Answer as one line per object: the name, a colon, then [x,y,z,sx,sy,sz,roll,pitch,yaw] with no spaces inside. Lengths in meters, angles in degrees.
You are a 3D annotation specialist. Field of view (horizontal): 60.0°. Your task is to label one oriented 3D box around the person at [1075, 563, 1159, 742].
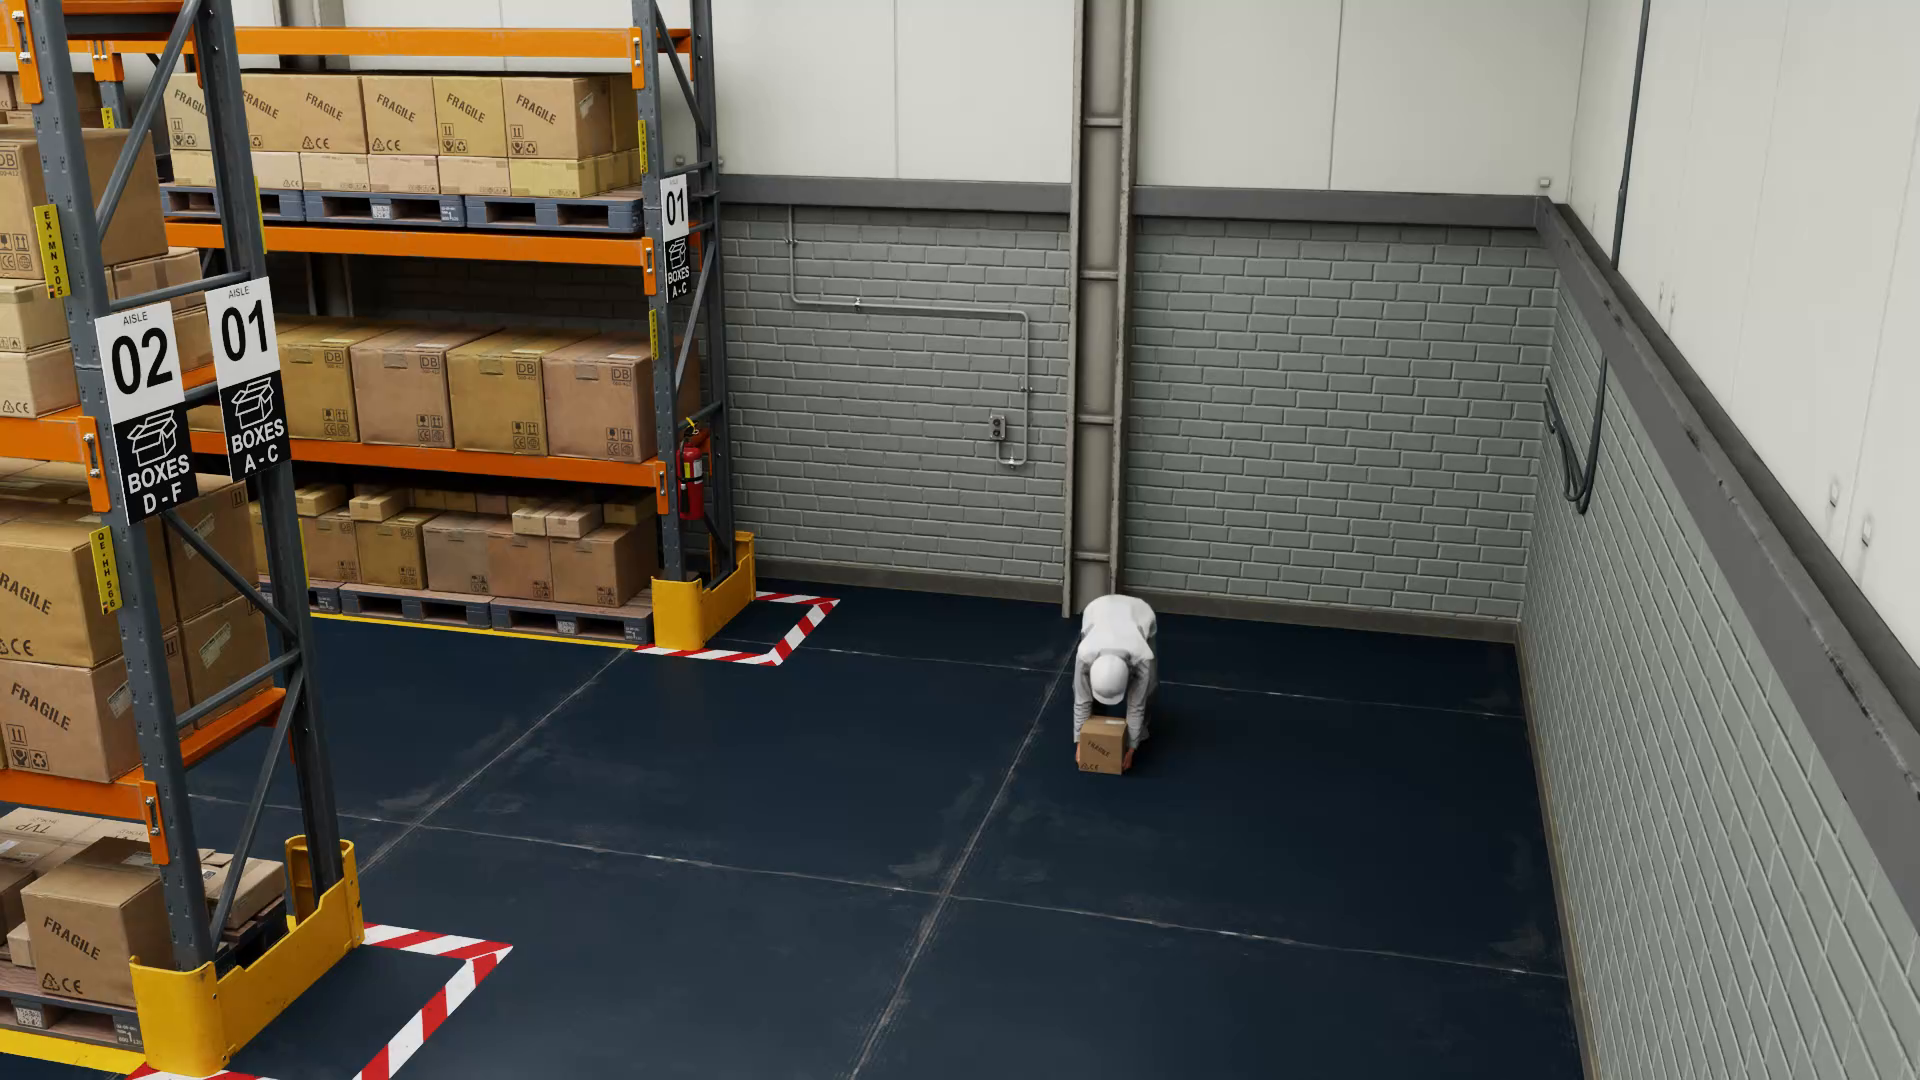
person: [0.917,0.734,9.871,0.479,1.089,1.012,4,19,11]
